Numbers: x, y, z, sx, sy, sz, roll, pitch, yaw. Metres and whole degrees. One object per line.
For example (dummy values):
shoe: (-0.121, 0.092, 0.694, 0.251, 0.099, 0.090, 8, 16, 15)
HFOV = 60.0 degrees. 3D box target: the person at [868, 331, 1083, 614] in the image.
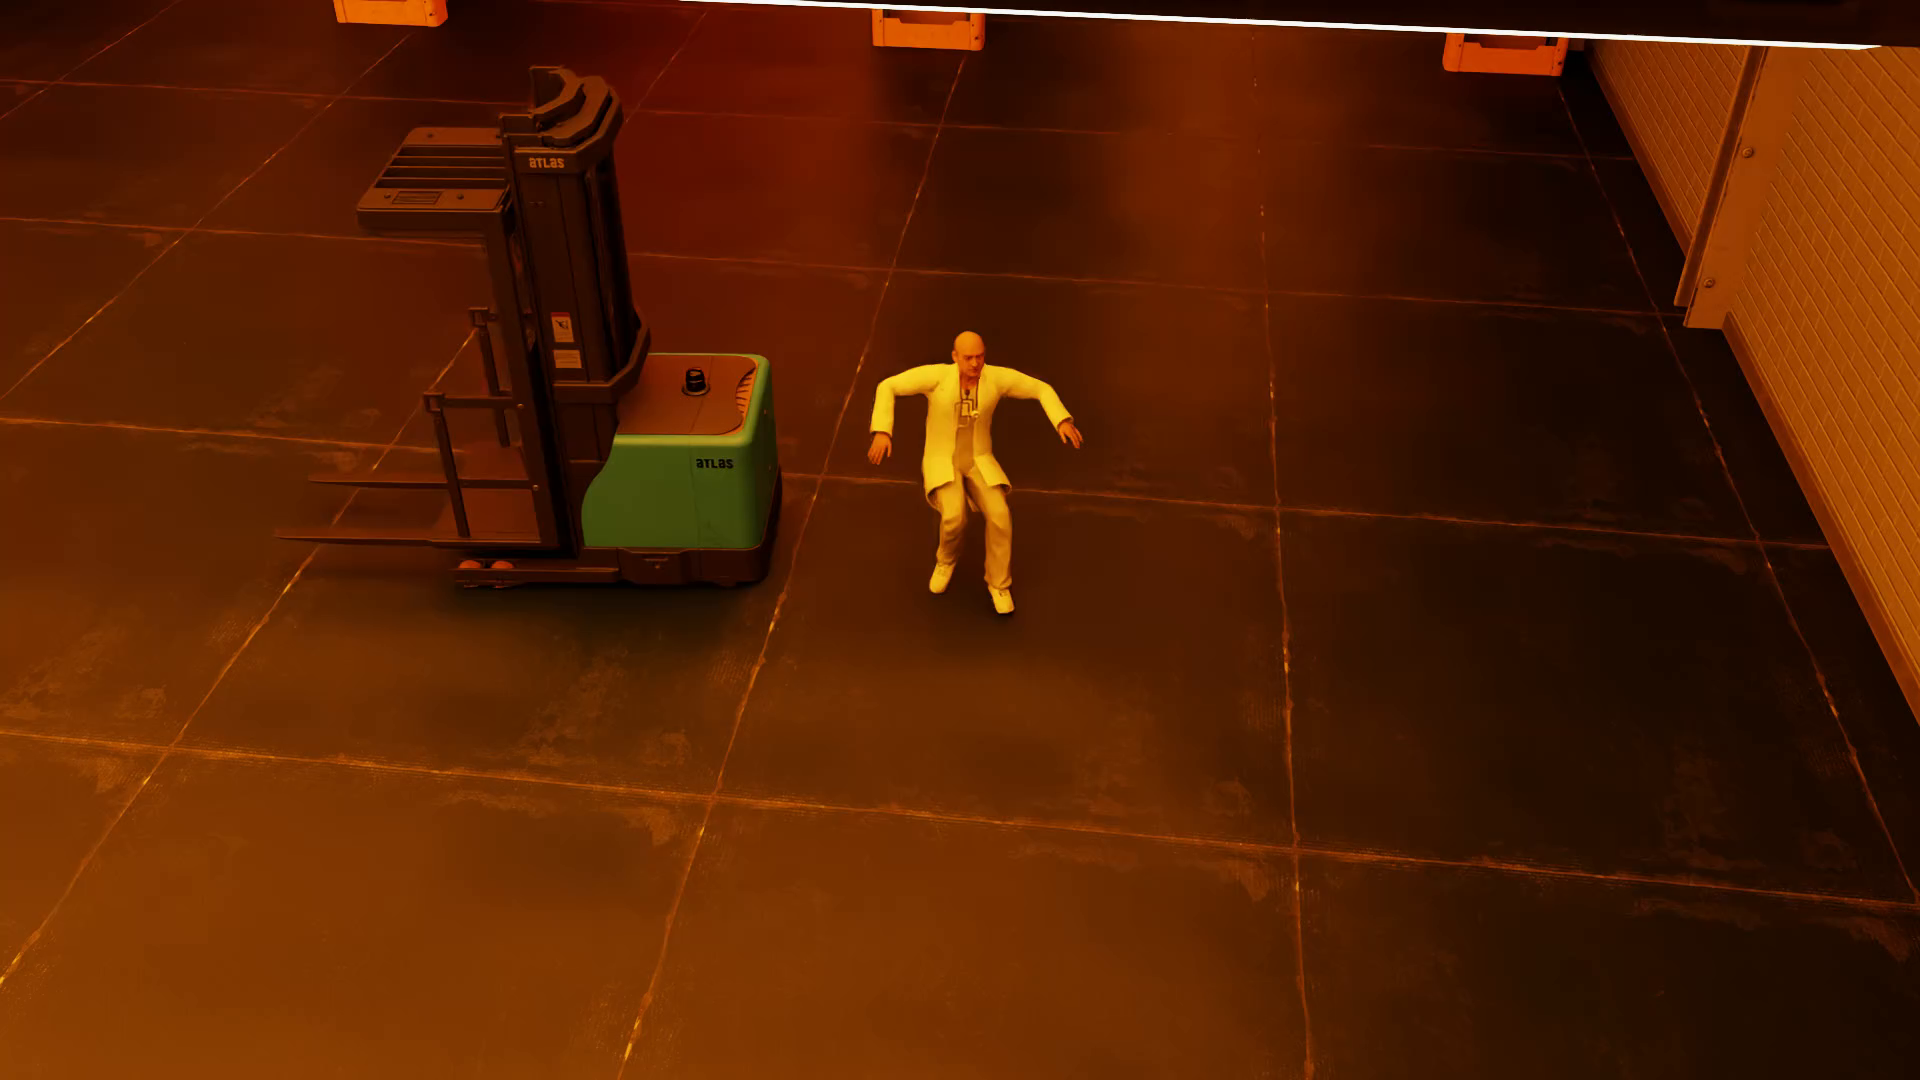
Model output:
person: (0.077, -0.382, 9.716, 1.198, 1.546, 0.894, -11, 38, -15)

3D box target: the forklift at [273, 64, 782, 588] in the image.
forklift: (-2.678, -1.201, 9.659, 3.031, 2.935, 1.130, 1, 36, 1)
